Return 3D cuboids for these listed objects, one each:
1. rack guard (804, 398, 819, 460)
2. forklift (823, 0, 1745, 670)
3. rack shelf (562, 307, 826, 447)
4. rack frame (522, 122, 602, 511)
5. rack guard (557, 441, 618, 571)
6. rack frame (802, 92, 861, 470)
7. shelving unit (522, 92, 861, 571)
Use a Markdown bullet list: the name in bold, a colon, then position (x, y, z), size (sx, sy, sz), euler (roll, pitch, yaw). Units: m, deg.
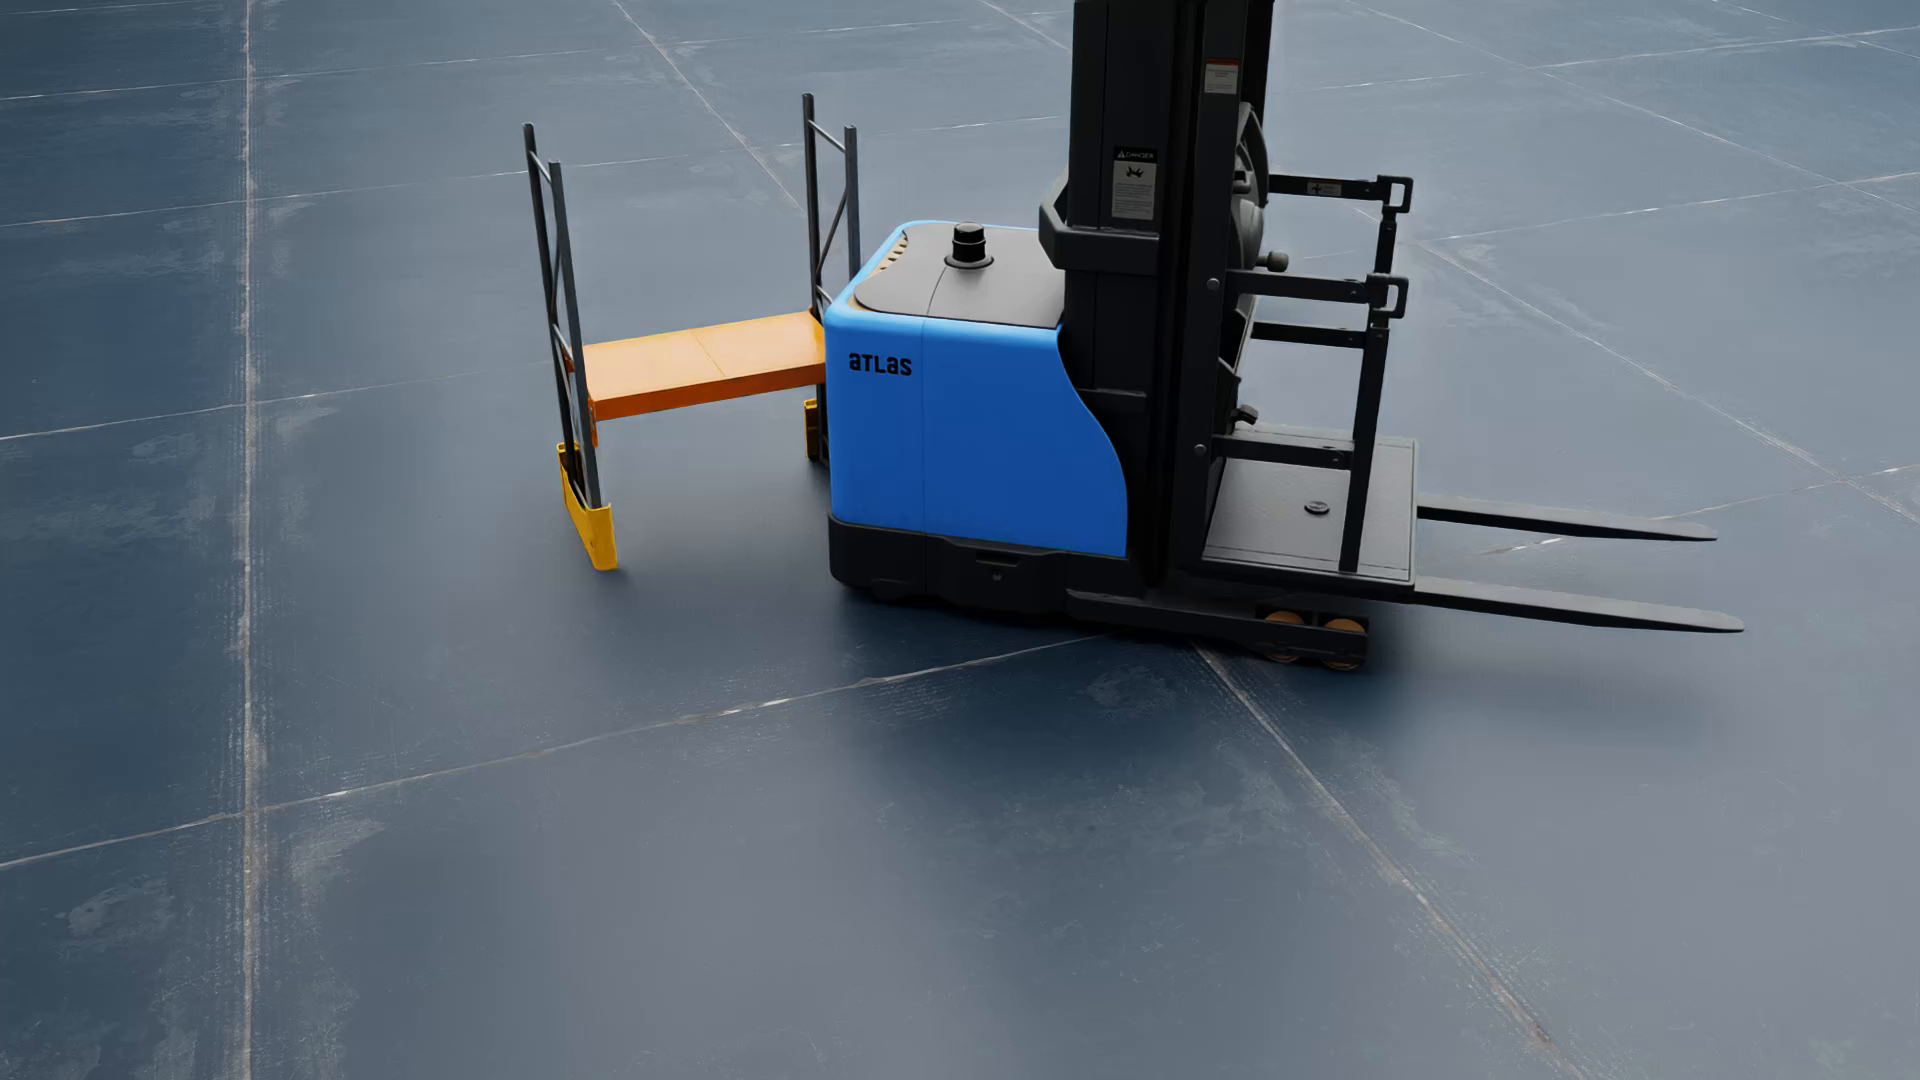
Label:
- **rack guard**: position (-0.485, -0.330, 6.576), size (0.087, 0.250, 0.587), euler (-12, 32, -20)
- **forklift**: position (1.113, -1.135, 5.281), size (3.031, 2.935, 1.130), euler (7, 30, 12)
- **rack shelf**: position (-0.934, -0.621, 6.189), size (1.000, 0.185, 0.538), euler (-12, 32, -20)
- **rack frame**: position (-1.402, -0.678, 5.925), size (0.032, 1.500, 0.500), euler (-12, 32, -20)
- **rack guard**: position (-1.400, -0.135, 6.235), size (0.087, 0.250, 0.587), euler (-12, 32, -20)
- **rack frame**: position (-0.467, -0.877, 6.274), size (0.032, 1.500, 0.500), euler (-12, 32, -20)
- **shelving unit**: position (-0.943, -0.776, 6.096), size (1.083, 1.500, 0.587), euler (-12, 32, -20)
